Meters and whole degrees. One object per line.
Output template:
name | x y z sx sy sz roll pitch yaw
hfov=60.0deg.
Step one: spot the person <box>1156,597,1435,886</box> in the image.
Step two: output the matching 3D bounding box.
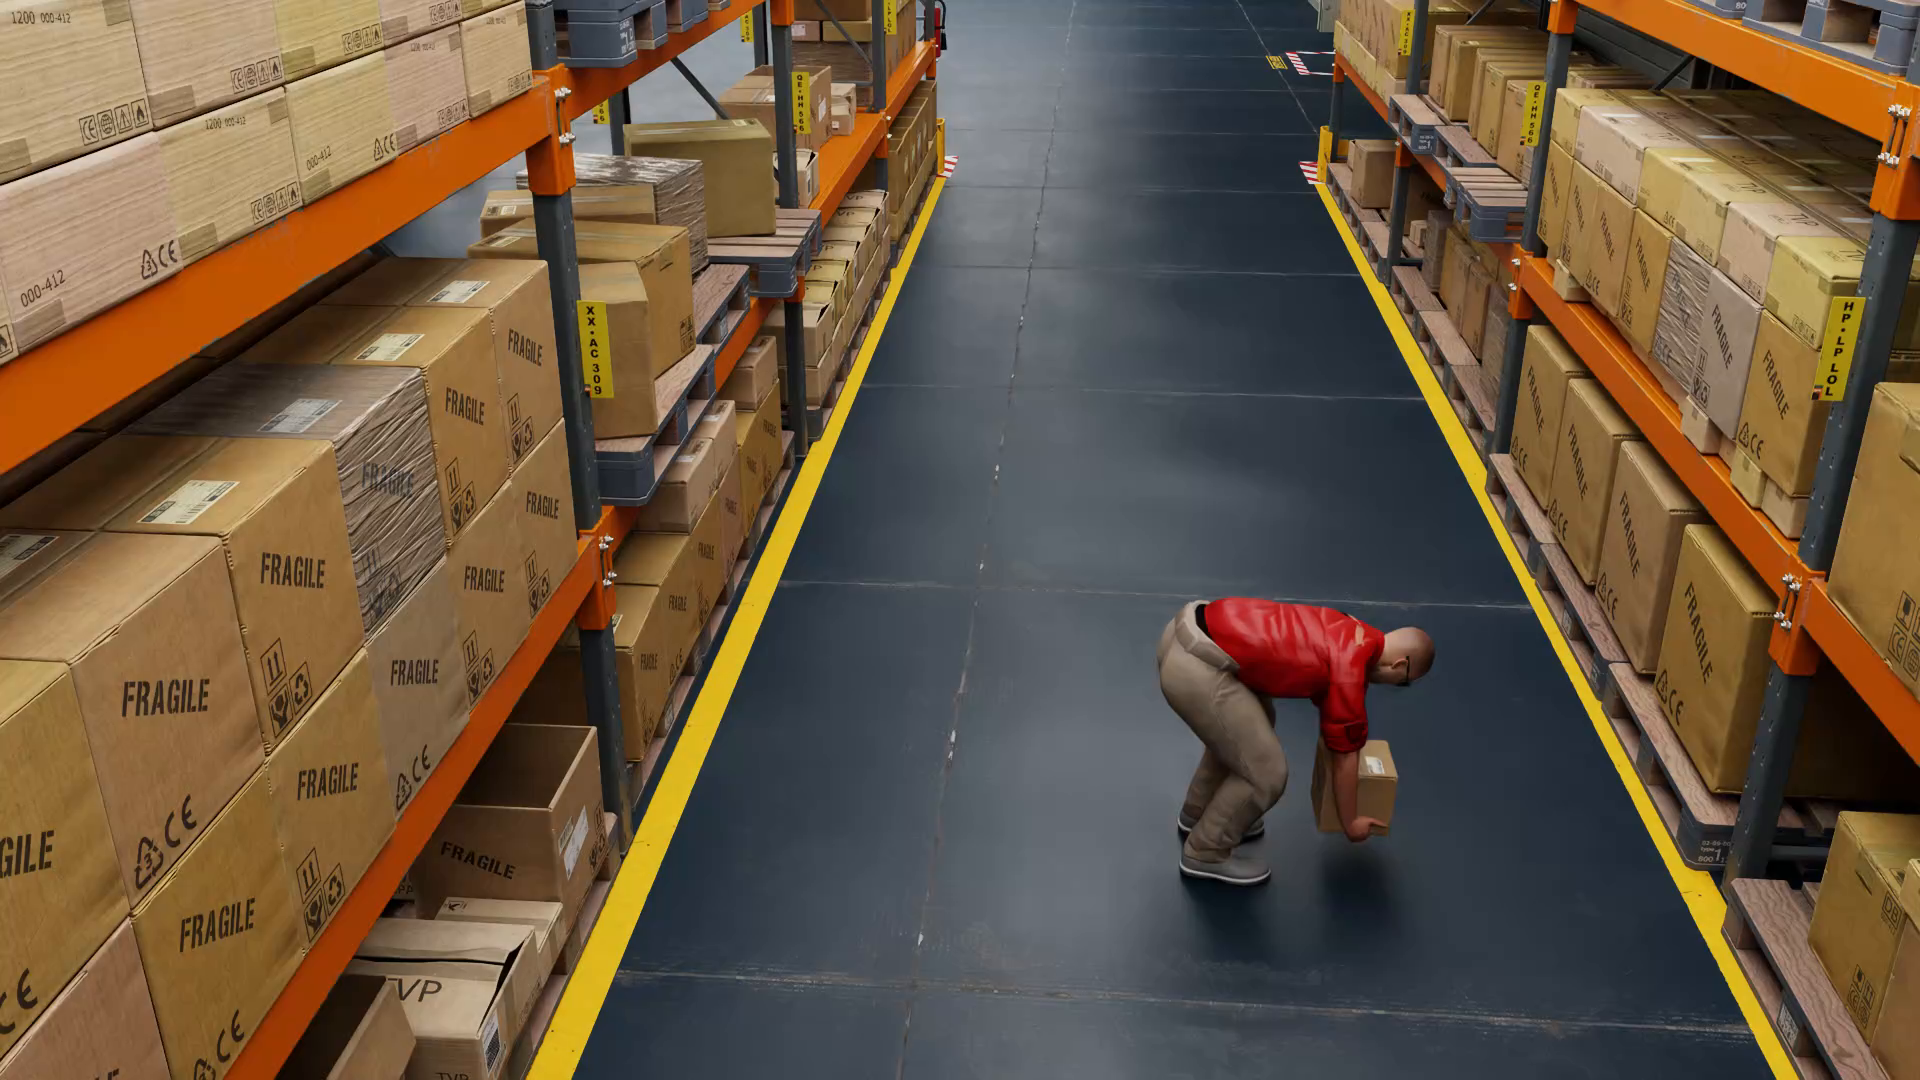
person | 1.174 0.695 5.944 0.963 1.026 0.517 1 24 2
